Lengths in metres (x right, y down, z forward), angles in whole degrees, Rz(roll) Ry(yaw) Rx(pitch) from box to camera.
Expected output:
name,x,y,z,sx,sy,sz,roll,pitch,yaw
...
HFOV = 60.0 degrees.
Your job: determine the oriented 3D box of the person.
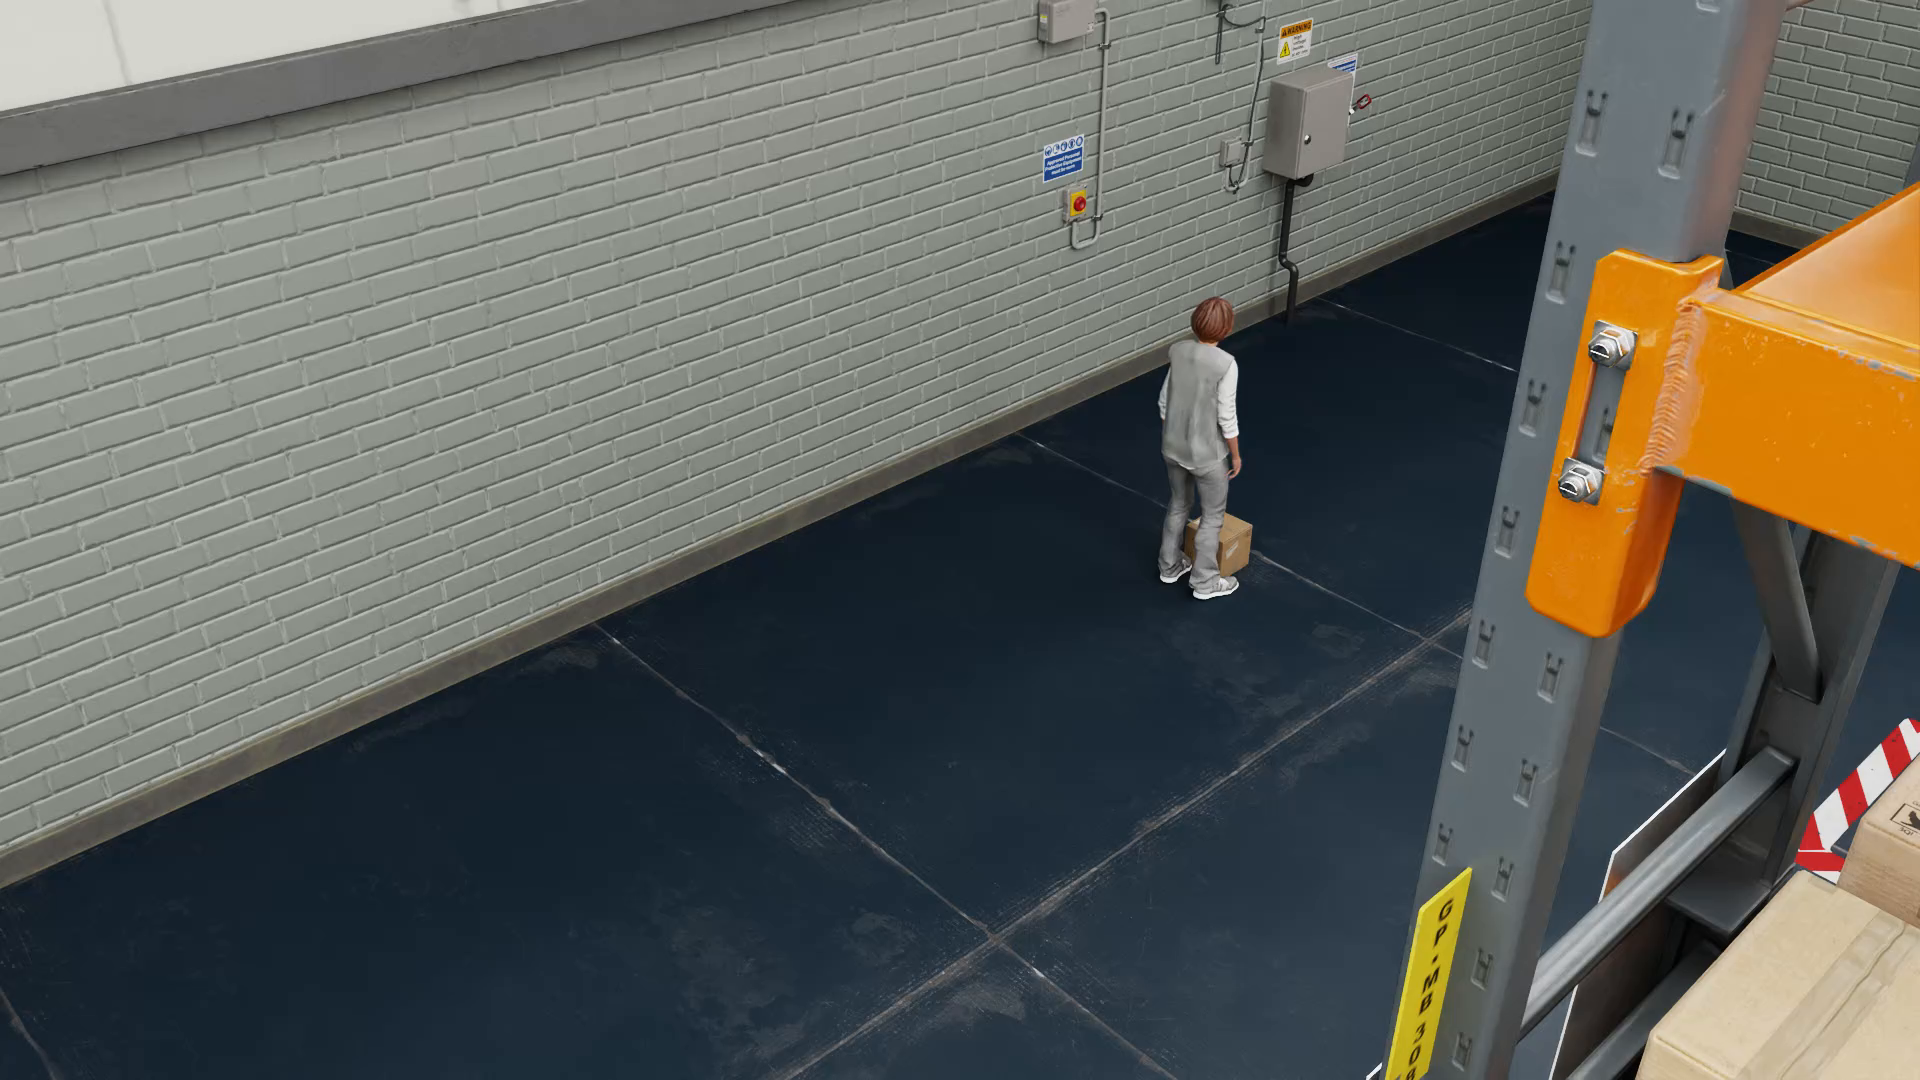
name,x,y,z,sx,sy,sz,roll,pitch,yaw
person,1.199,-0.453,8.366,0.482,1.594,0.342,28,42,37
